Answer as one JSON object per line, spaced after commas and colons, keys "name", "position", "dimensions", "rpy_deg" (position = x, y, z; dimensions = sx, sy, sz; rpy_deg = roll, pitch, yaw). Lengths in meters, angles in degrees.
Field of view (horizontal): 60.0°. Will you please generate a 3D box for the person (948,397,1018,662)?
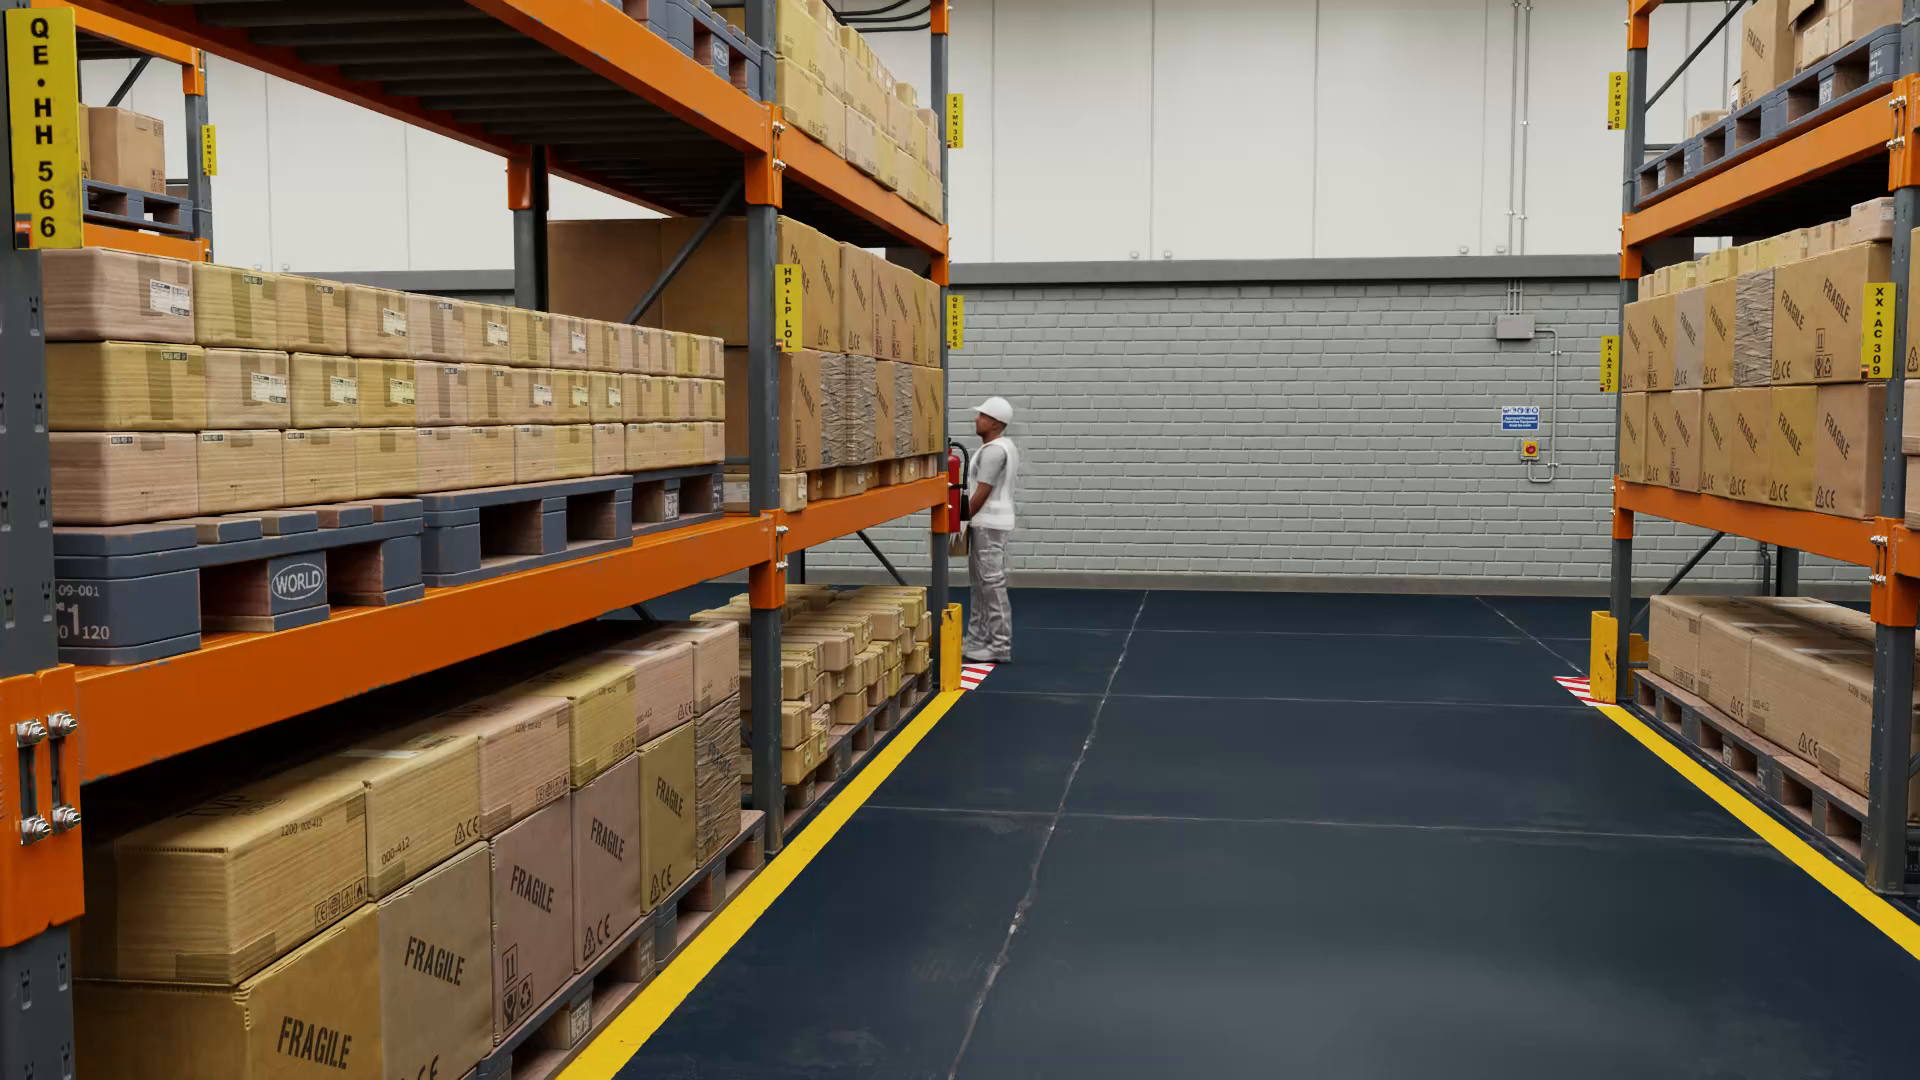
{"name": "person", "position": [0.109, -0.073, 11.269], "dimensions": [0.551, 1.785, 0.540], "rpy_deg": [0, 4, 6]}
